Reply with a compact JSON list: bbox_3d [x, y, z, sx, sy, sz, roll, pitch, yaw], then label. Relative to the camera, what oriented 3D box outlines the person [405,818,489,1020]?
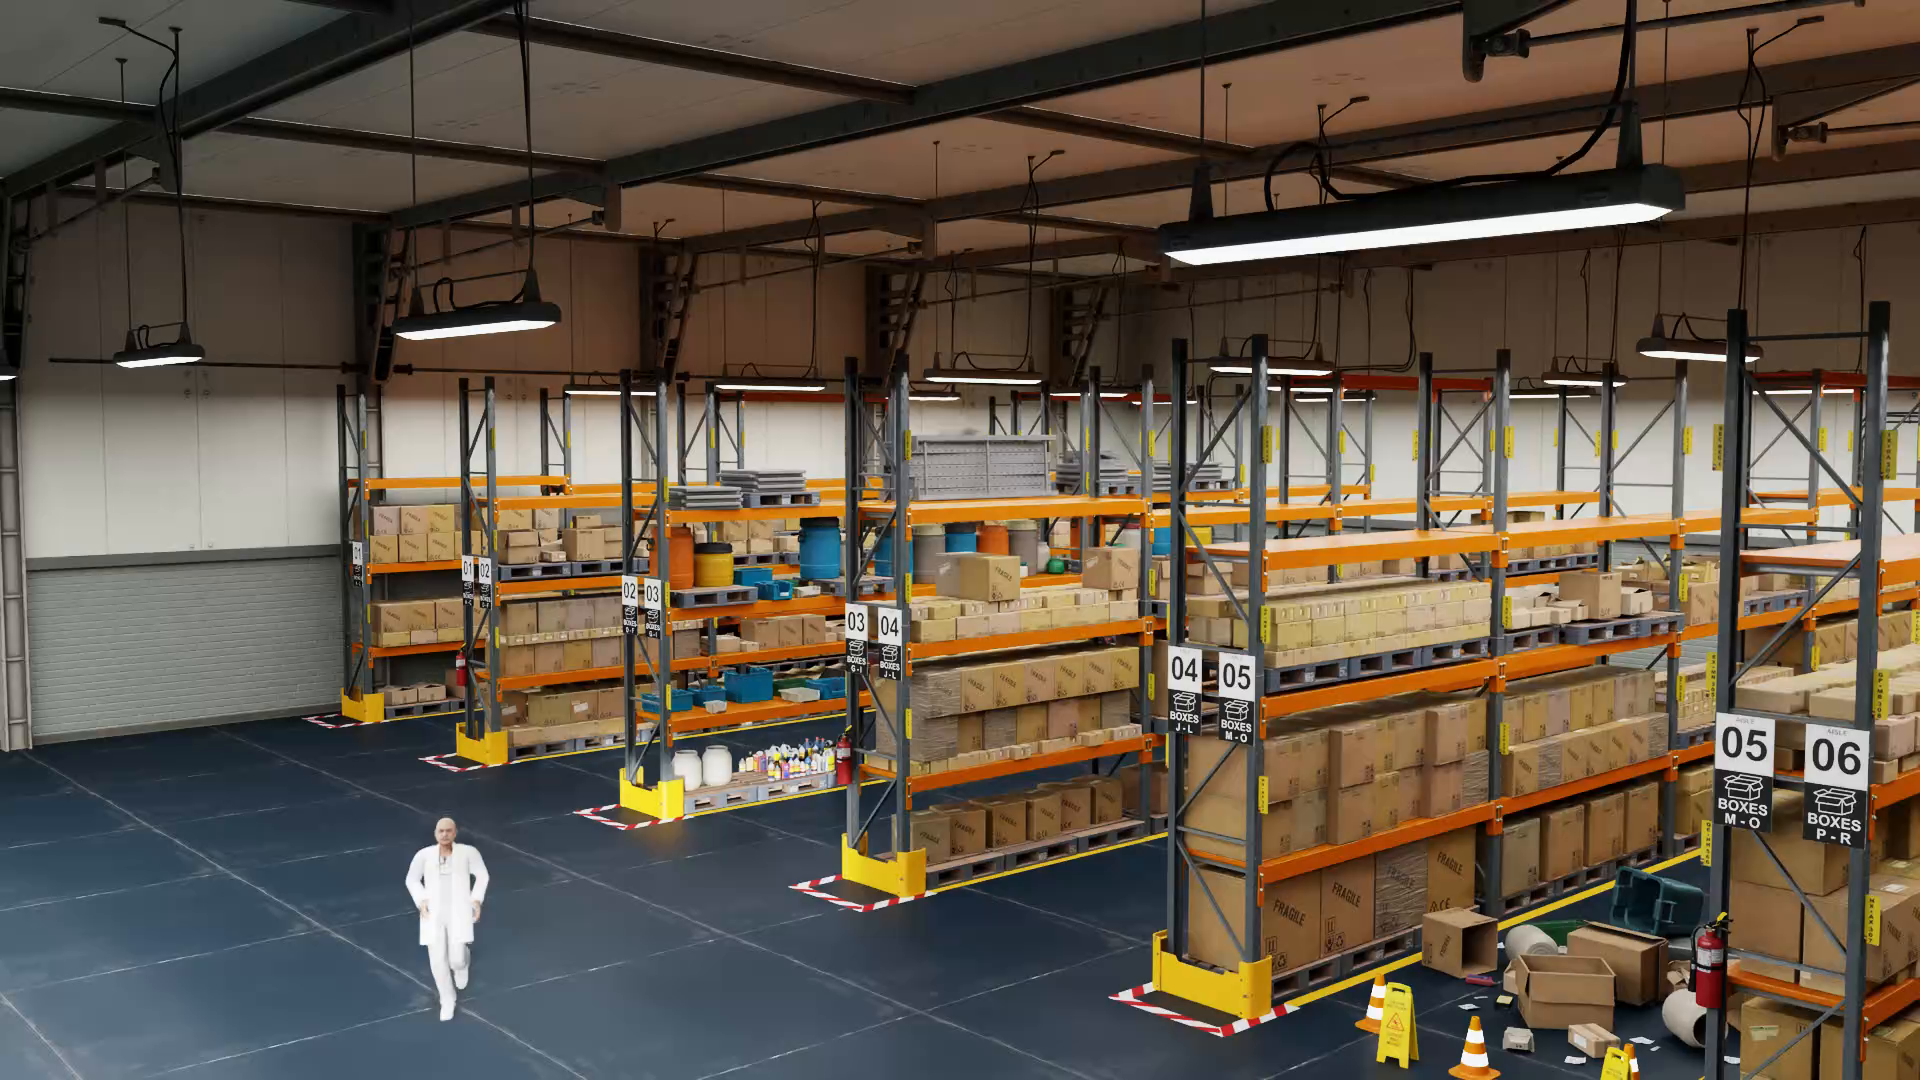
[{"bbox_3d":[-4.570,3.376,14.820,0.712,1.656,0.636,-1,4,-11],"label":"person"}]
